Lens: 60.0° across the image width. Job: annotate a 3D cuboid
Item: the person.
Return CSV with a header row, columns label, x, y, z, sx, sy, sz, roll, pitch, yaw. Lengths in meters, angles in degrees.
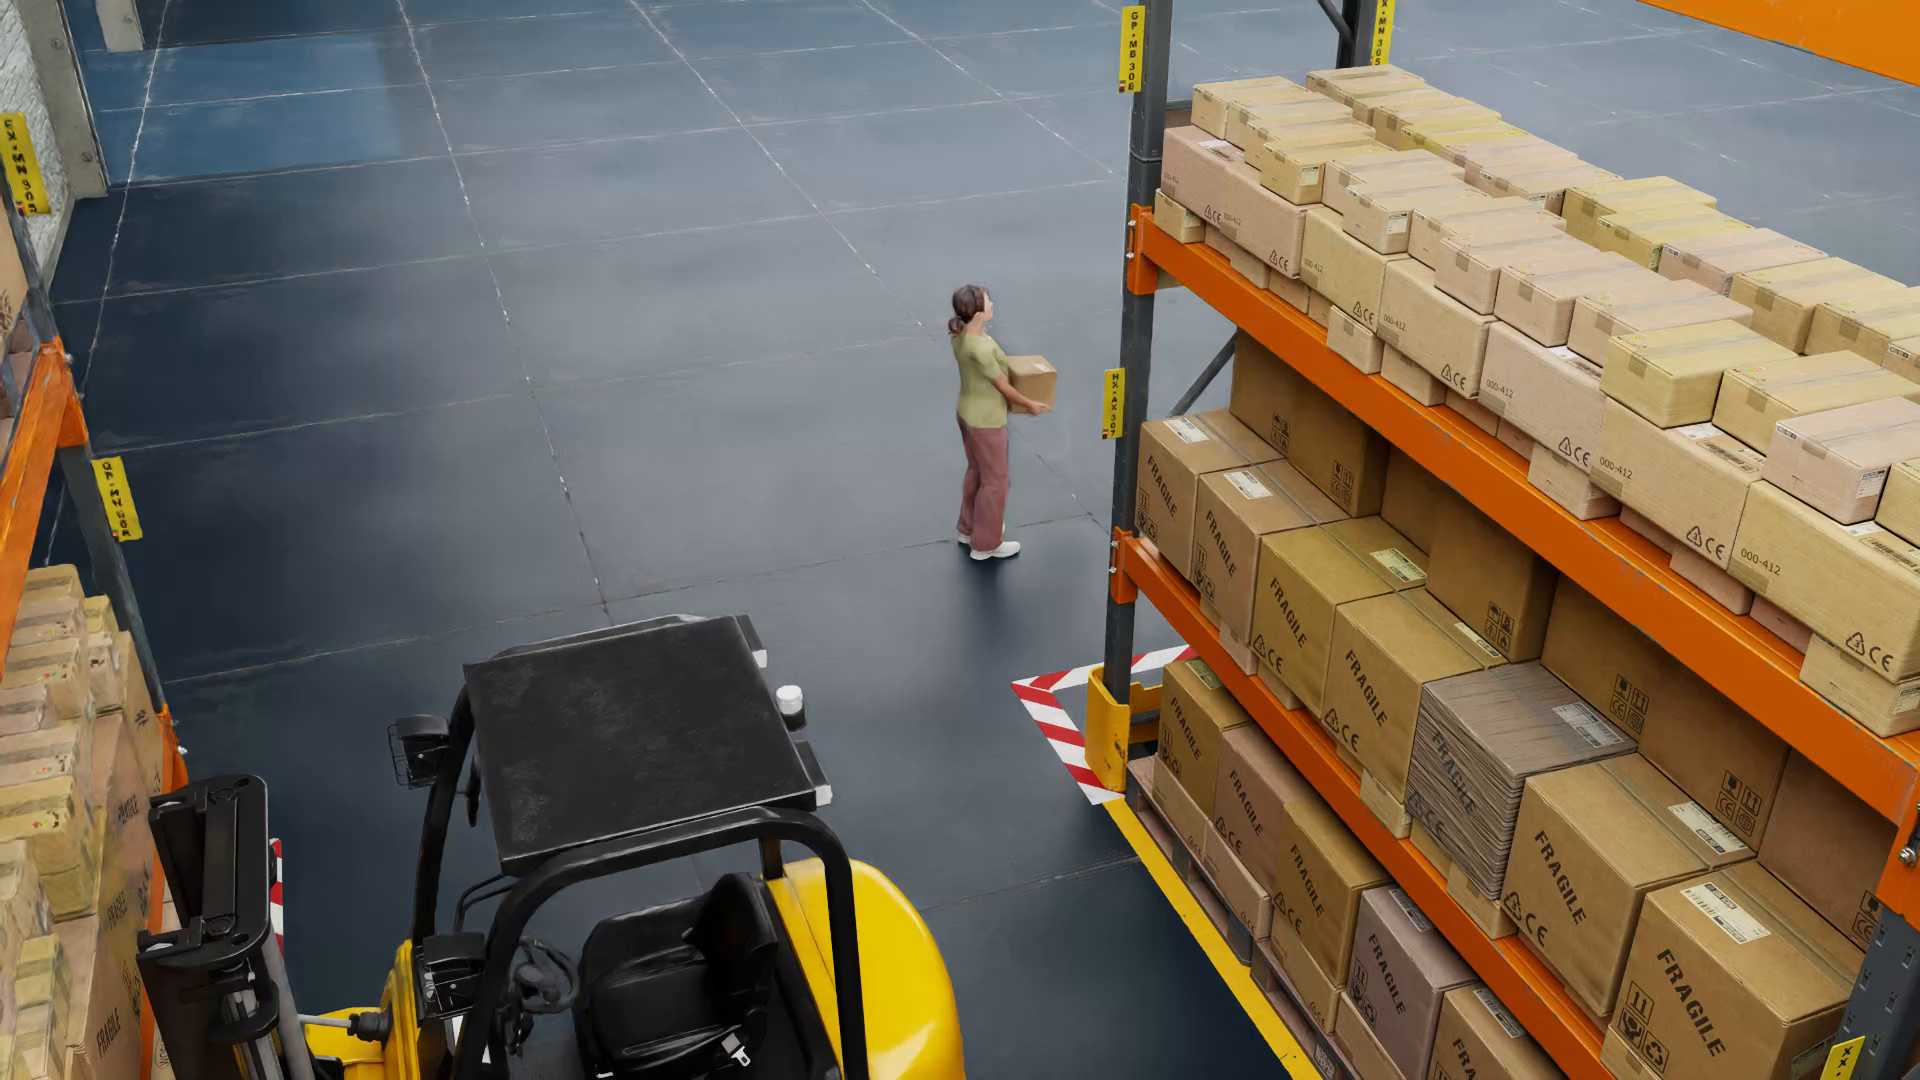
label,x,y,z,sx,sy,sz,roll,pitch,yaw
person,0.191,-0.698,9.562,0.558,1.663,0.428,-10,32,-17
